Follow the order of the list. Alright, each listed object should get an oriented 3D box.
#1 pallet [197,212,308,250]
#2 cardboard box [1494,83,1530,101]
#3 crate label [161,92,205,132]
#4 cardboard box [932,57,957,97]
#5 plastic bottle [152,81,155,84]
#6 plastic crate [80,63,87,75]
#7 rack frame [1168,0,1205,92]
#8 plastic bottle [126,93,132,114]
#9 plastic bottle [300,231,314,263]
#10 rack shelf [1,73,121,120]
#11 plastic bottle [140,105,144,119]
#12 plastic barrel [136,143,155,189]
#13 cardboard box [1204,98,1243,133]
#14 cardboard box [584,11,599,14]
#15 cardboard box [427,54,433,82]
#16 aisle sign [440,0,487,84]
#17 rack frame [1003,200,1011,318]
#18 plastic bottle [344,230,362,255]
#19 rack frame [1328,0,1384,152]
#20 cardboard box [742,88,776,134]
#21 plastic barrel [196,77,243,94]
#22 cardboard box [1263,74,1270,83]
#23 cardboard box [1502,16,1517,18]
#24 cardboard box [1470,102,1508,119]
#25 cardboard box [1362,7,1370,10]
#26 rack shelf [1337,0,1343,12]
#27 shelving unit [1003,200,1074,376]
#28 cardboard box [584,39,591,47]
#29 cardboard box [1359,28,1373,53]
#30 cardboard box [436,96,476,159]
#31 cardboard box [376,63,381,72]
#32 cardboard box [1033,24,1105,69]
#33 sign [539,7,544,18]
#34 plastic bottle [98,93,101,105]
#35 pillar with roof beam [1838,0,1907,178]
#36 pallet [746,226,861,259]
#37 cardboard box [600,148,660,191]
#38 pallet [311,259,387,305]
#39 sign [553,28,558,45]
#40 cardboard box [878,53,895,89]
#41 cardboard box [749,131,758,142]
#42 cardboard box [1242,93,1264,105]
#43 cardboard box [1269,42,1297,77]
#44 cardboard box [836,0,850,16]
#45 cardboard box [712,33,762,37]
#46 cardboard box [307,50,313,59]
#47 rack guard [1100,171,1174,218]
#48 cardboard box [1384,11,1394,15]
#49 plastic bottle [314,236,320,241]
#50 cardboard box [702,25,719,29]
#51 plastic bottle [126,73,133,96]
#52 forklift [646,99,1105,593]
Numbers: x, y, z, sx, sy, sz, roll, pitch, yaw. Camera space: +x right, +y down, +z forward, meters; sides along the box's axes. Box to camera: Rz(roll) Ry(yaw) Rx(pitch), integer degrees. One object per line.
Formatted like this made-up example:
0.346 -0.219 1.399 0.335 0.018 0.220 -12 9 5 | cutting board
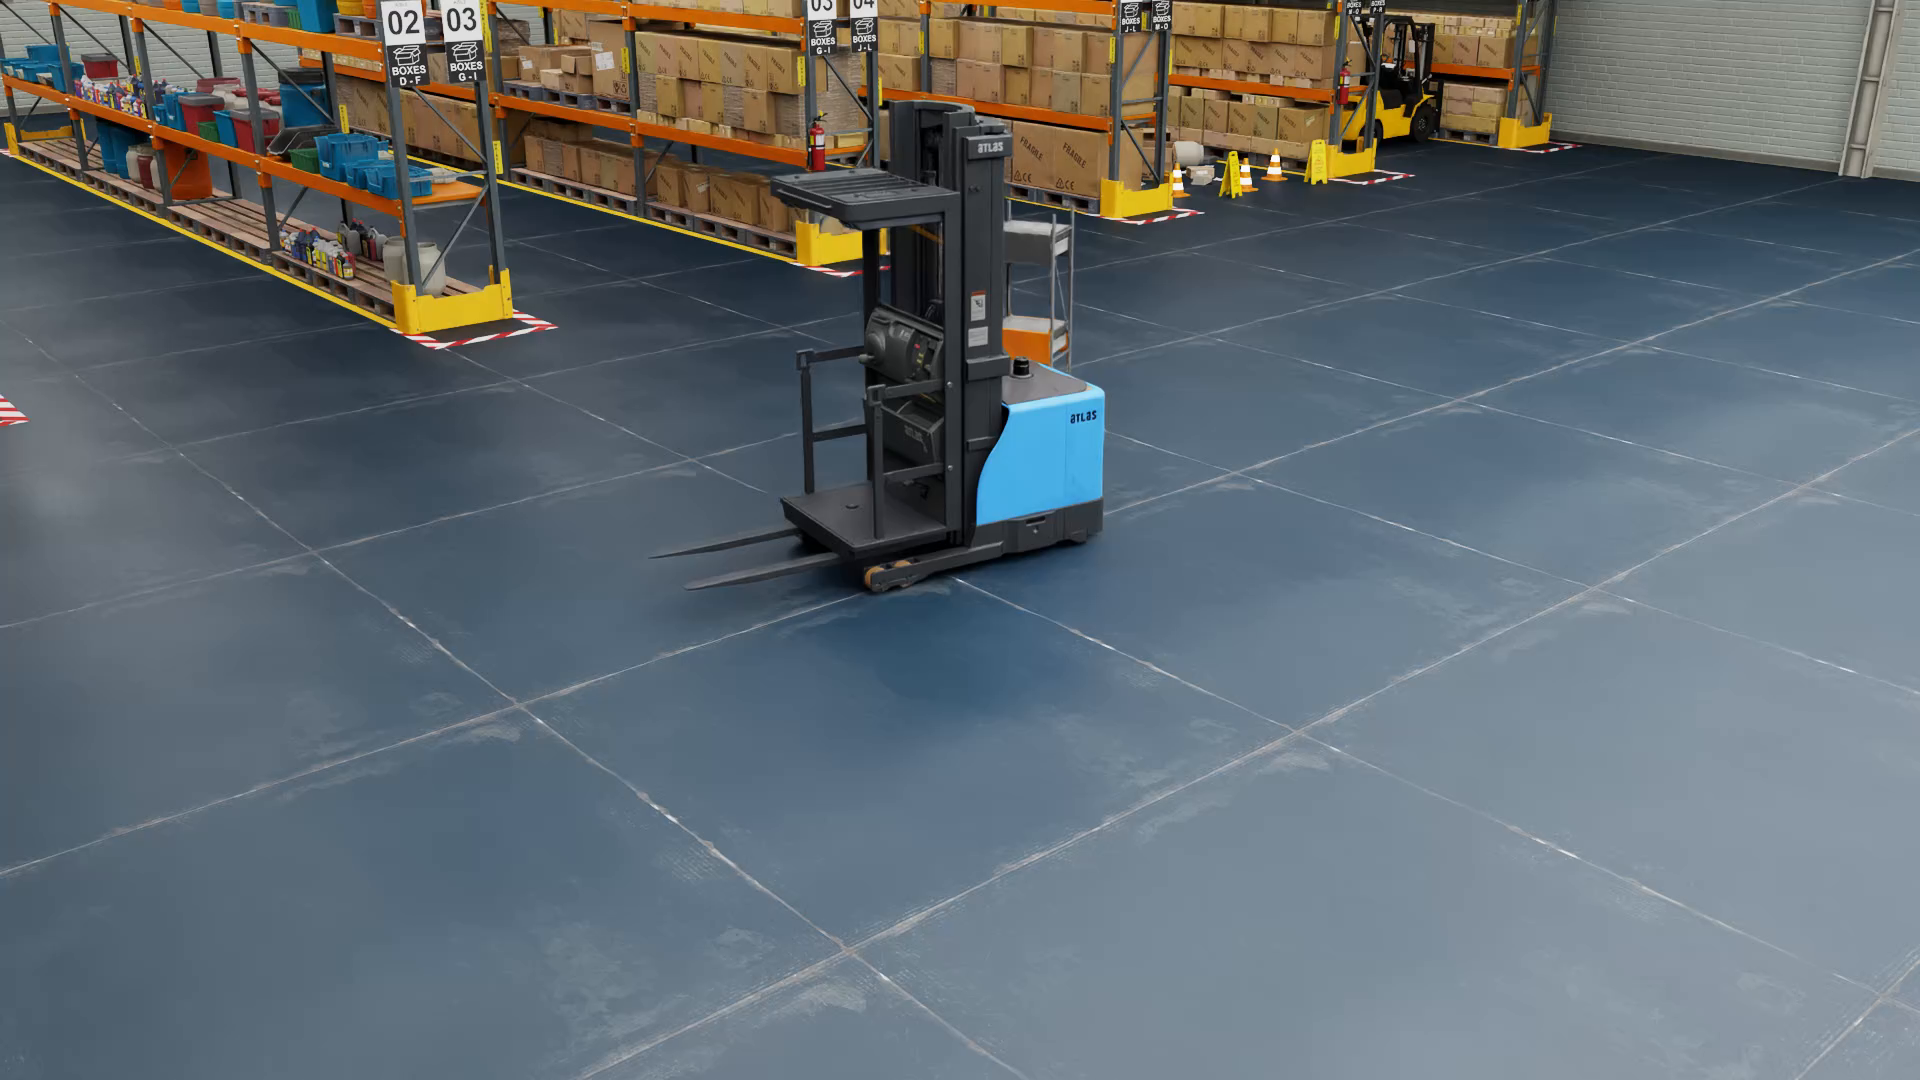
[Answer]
-9.089 -3.987 21.374 1.003 0.211 1.213 -17 27 -37 | pallet
9.712 -7.915 29.402 0.500 0.250 0.500 -18 28 -38 | cardboard box
-9.914 -5.523 21.424 0.502 0.435 0.616 -17 27 -37 | crate label
0.079 -7.043 25.147 0.875 0.550 0.550 -17 27 -37 | cardboard box
-11.810 -6.583 24.350 0.152 0.276 0.135 -17 27 -37 | plastic bottle
-13.825 -7.389 26.317 0.437 0.282 0.530 -17 27 -37 | plastic crate
4.661 -10.566 34.348 1.000 3.000 0.127 -17 27 -37 | rack frame
-11.411 -6.003 22.875 0.097 0.271 0.097 0 21 0 | plastic bottle
-7.410 -3.338 18.922 0.144 0.351 0.185 -19 28 -40 | plastic bottle
-14.274 -7.168 26.659 1.077 0.370 4.000 -17 27 -37 | rack shelf
-11.006 -5.799 22.450 0.097 0.201 0.097 0 21 0 | plastic bottle
-11.427 -5.361 23.790 0.600 0.588 0.708 -17 27 -37 | plastic barrel
4.390 -7.027 27.478 0.500 0.500 0.500 -16 26 -35 | cardboard box
-6.919 -10.424 32.070 0.500 0.500 0.500 -19 28 -39 | cardboard box
-8.450 -7.713 26.925 0.500 0.500 0.500 -18 28 -39 | cardboard box
-4.866 -4.895 16.305 0.394 0.787 0.004 -17 27 -37 | aisle sign
0.280 -1.401 12.179 0.015 2.100 0.400 9 24 23 | rack frame
-7.078 -3.472 19.368 0.152 0.276 0.135 -17 27 -37 | plastic bottle
6.125 -7.173 25.686 1.000 3.000 0.127 -17 27 -37 | rack frame
-2.138 -5.267 20.274 0.875 0.500 0.500 -17 27 -37 | cardboard box
-9.825 -5.853 22.127 0.600 0.536 0.708 -17 27 -37 | plastic barrel
5.066 -7.396 26.600 0.380 0.149 0.250 -17 27 -37 | cardboard box
9.699 -9.075 29.107 0.380 0.149 0.250 -16 27 -36 | cardboard box
9.328 -7.564 29.192 0.500 0.250 0.500 -18 28 -38 | cardboard box
7.709 -9.932 31.294 0.380 0.149 0.250 -17 27 -37 | cardboard box
4.819 -8.788 26.681 1.077 0.370 4.000 -17 27 -37 | rack shelf
0.502 -1.365 12.085 0.503 2.100 0.431 9 24 23 | shelving unit
-7.137 -9.761 32.637 0.380 0.149 0.250 -18 28 -38 | cardboard box
7.716 -9.183 30.680 0.500 0.500 0.500 -17 27 -37 | cardboard box
-7.616 -6.674 26.749 1.225 0.875 0.875 -17 27 -37 | cardboard box
-9.663 -8.019 28.189 0.380 0.149 0.250 -17 27 -37 | cardboard box
1.536 -6.969 23.476 0.875 0.550 0.550 -17 27 -37 | cardboard box
-8.414 -10.661 33.404 0.100 0.325 0.005 -17 27 -37 | sign
-12.295 -6.345 23.843 0.097 0.201 0.097 0 21 0 | plastic bottle
10.766 -8.874 21.801 9.100 9.000 0.400 -17 27 -37 | pillar with roof beam
-1.936 -3.770 20.819 1.003 0.211 1.213 -17 27 -37 | pallet
-4.675 -5.271 23.654 0.700 0.500 0.500 -18 27 -38 | cardboard box
-6.539 -2.909 18.622 1.003 0.211 1.213 -17 27 -37 | pallet
-6.200 -7.659 25.445 0.100 0.325 0.005 -17 27 -37 | sign
-1.043 -7.339 25.971 0.500 0.500 0.500 -18 28 -38 | cardboard box
-2.374 -5.005 20.493 0.380 0.149 0.250 -17 27 -37 | cardboard box
4.781 -7.128 26.846 0.380 0.149 0.250 -16 27 -35 | cardboard box
5.238 -7.582 26.185 0.500 0.500 0.500 -17 27 -37 | cardboard box
-1.502 -6.336 19.640 0.500 0.250 0.500 -16 27 -36 | cardboard box
-2.839 -6.235 21.374 0.500 0.500 0.500 -17 27 -37 | cardboard box
-11.677 -8.871 30.364 0.380 0.149 0.250 -18 28 -38 | cardboard box
2.456 -4.797 23.045 1.175 0.500 0.348 -17 27 -37 | rack guard
7.758 -9.575 30.383 0.380 0.149 0.250 -17 27 -36 | cardboard box
-7.347 -3.342 19.041 0.097 0.271 0.097 0 21 0 | plastic bottle
-4.291 -8.917 29.090 0.380 0.149 0.250 -16 26 -35 | cardboard box
-12.229 -6.717 24.589 0.144 0.351 0.185 -17 27 -37 | plastic bottle
-0.540 -1.246 10.646 3.031 2.935 1.130 -12 25 -29 | forklift
